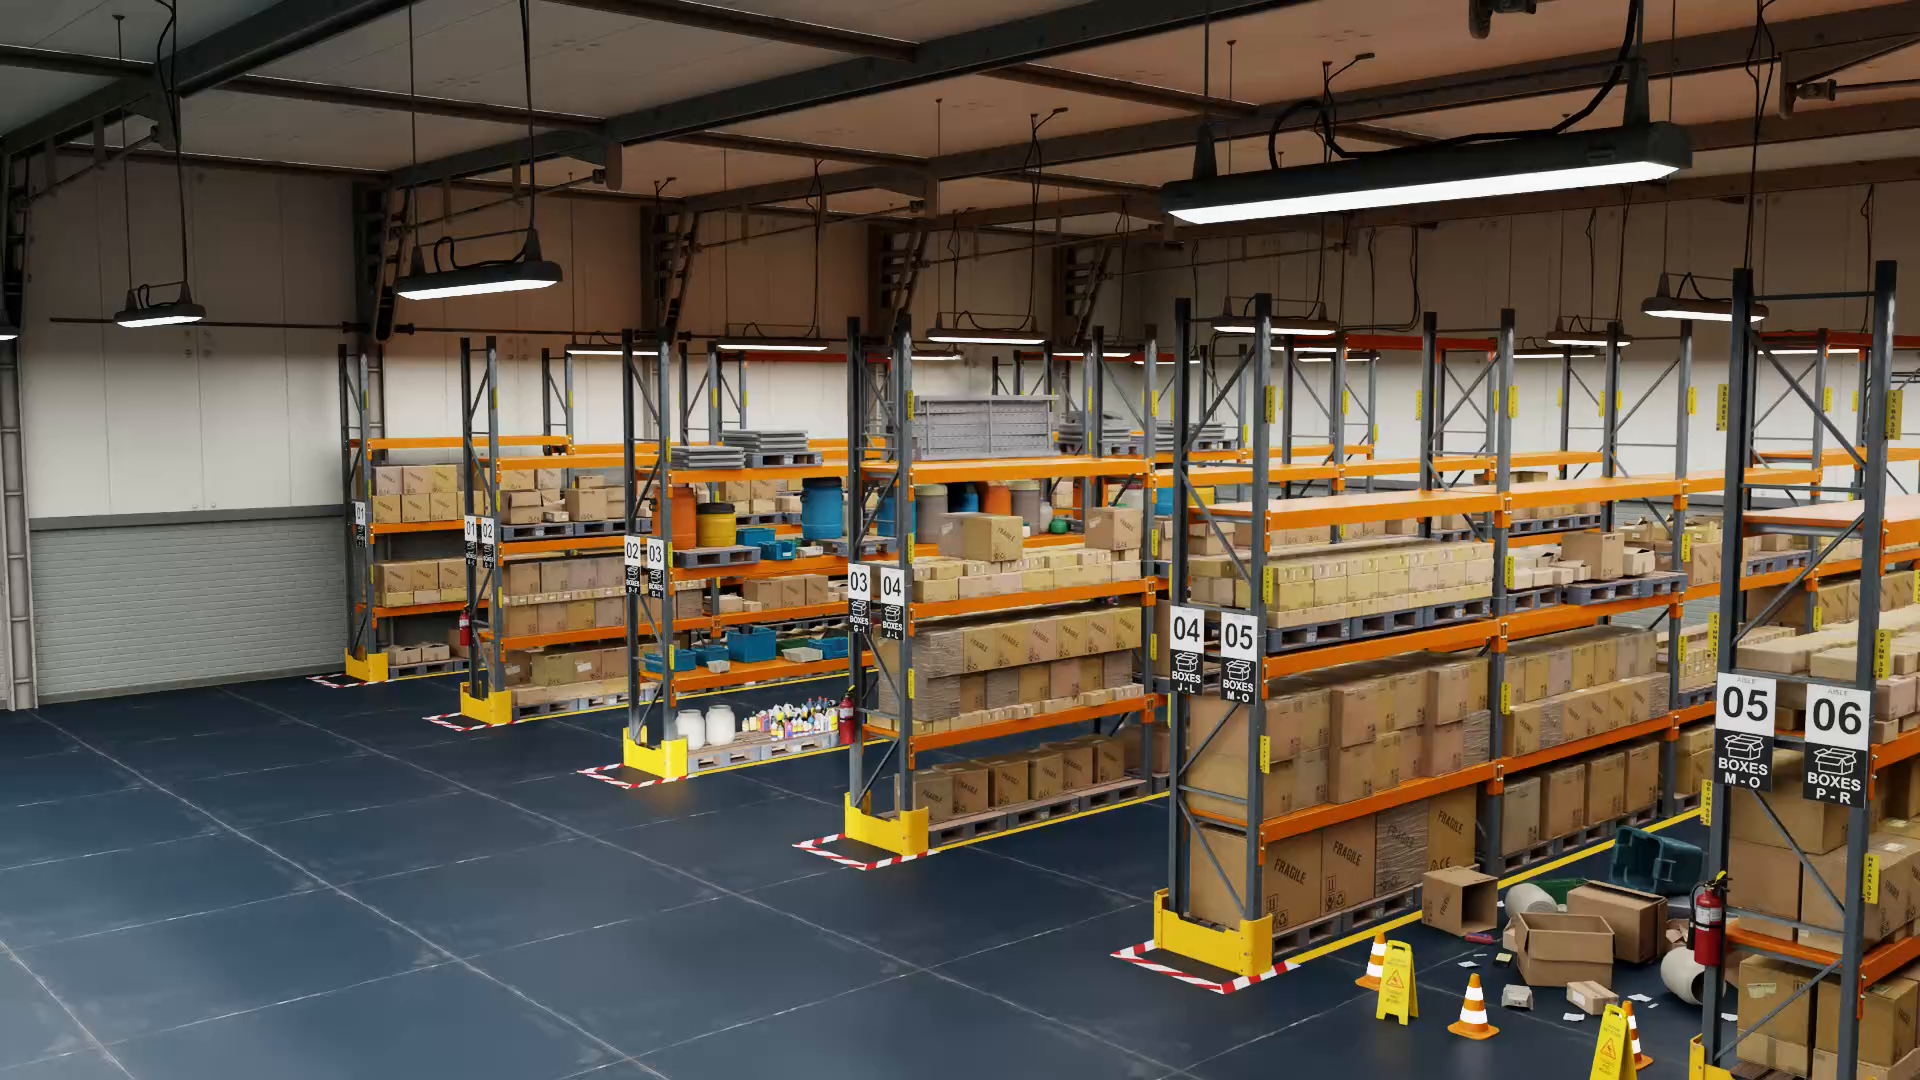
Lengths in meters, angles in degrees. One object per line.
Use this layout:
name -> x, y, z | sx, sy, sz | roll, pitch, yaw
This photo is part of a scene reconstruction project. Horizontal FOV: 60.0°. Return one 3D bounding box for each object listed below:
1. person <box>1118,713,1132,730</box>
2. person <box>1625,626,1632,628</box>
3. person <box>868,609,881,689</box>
person -> 2.317, 1.927, 23.878 | 0.564, 1.621, 0.515 | 4, 7, 41
person -> 9.723, 2.108, 24.133 | 0.841, 1.730, 0.703 | -3, 6, -33
person -> -1.334, 1.520, 27.715 | 0.677, 1.845, 0.750 | 5, 7, 44
